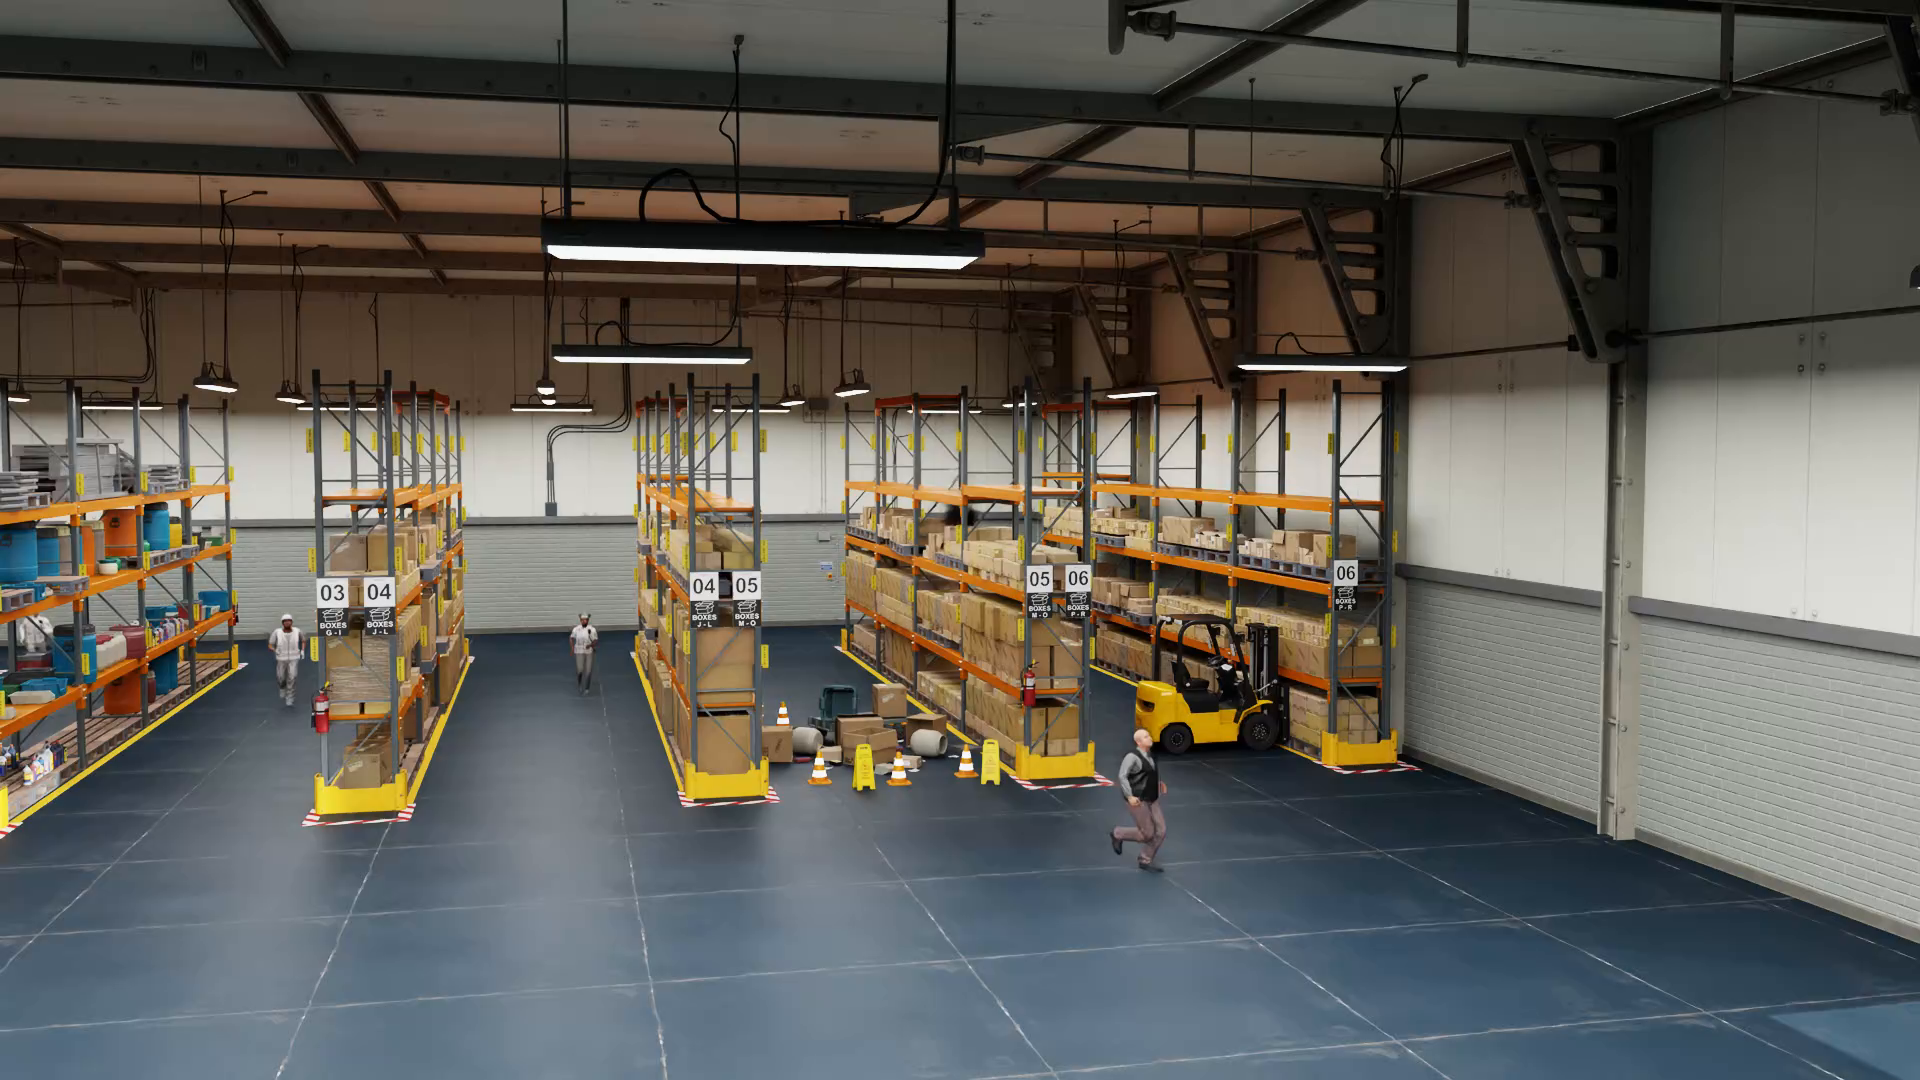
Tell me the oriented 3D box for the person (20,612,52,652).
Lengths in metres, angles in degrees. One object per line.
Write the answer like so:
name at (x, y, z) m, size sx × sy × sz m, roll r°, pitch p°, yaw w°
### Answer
person at (-19.092, 2.153, 34.362) m, size 0.604 × 1.694 × 0.921 m, roll -2°, pitch 4°, yaw -26°

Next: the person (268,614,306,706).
person at (-12.880, 2.288, 31.867) m, size 0.687 × 1.743 × 0.704 m, roll -2°, pitch 4°, yaw -26°

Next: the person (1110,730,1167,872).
person at (2.112, 3.046, 19.521) m, size 0.627 × 1.660 × 0.662 m, roll 3°, pitch 4°, yaw 39°

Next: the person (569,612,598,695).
person at (-7.474, 2.261, 33.044) m, size 0.565 × 1.662 × 0.572 m, roll -1°, pitch 3°, yaw -12°
